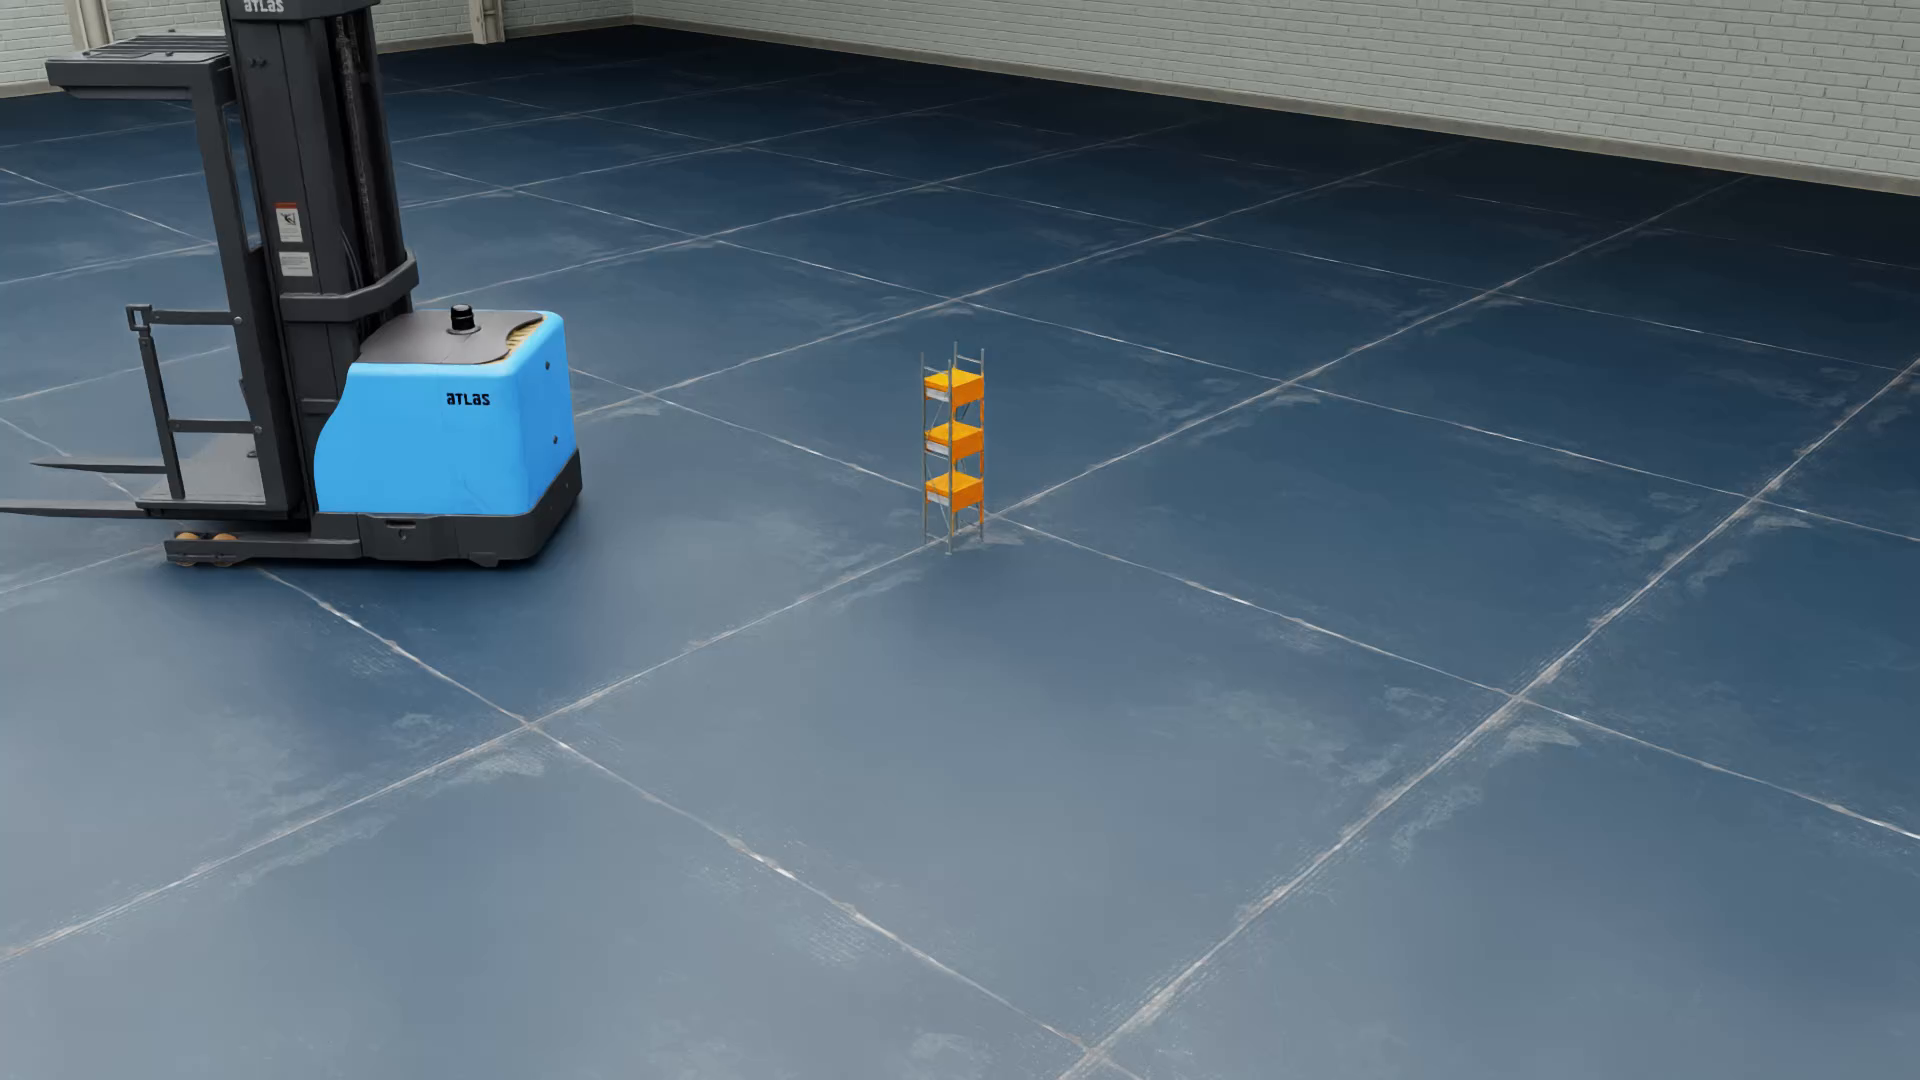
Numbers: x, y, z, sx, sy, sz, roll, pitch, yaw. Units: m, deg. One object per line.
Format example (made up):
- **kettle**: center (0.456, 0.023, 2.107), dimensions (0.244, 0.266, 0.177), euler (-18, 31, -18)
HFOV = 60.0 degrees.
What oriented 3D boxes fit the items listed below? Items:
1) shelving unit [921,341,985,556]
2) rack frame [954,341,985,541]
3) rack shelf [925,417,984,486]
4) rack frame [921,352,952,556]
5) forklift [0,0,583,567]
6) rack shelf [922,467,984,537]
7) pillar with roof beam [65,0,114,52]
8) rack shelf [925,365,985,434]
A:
- **shelving unit**: center (-0.036, -0.463, 8.499), dimensions (0.215, 1.050, 0.252), euler (20, 31, 38)
- **rack frame**: center (0.046, -0.500, 8.582), dimensions (0.200, 1.050, 0.008), euler (20, 31, 38)
- **rack shelf**: center (-0.036, -0.453, 8.503), dimensions (0.215, 0.259, 0.240), euler (20, 31, 38)
- **rack frame**: center (-0.117, -0.426, 8.416), dimensions (0.200, 1.050, 0.008), euler (20, 31, 38)
- **forklift**: center (-3.626, -1.415, 8.322), dimensions (3.031, 2.935, 1.130), euler (1, 24, 3)
- **rack shelf**: center (-0.036, -0.199, 8.617), dimensions (0.215, 0.259, 0.240), euler (20, 31, 38)
- **pillar with roof beam**: center (-8.250, -8.981, 17.781), dimensions (9.100, 9.000, 0.400), euler (20, 31, 38)
- **rack shelf**: center (-0.036, -0.712, 8.387), dimensions (0.215, 0.259, 0.240), euler (20, 31, 38)
